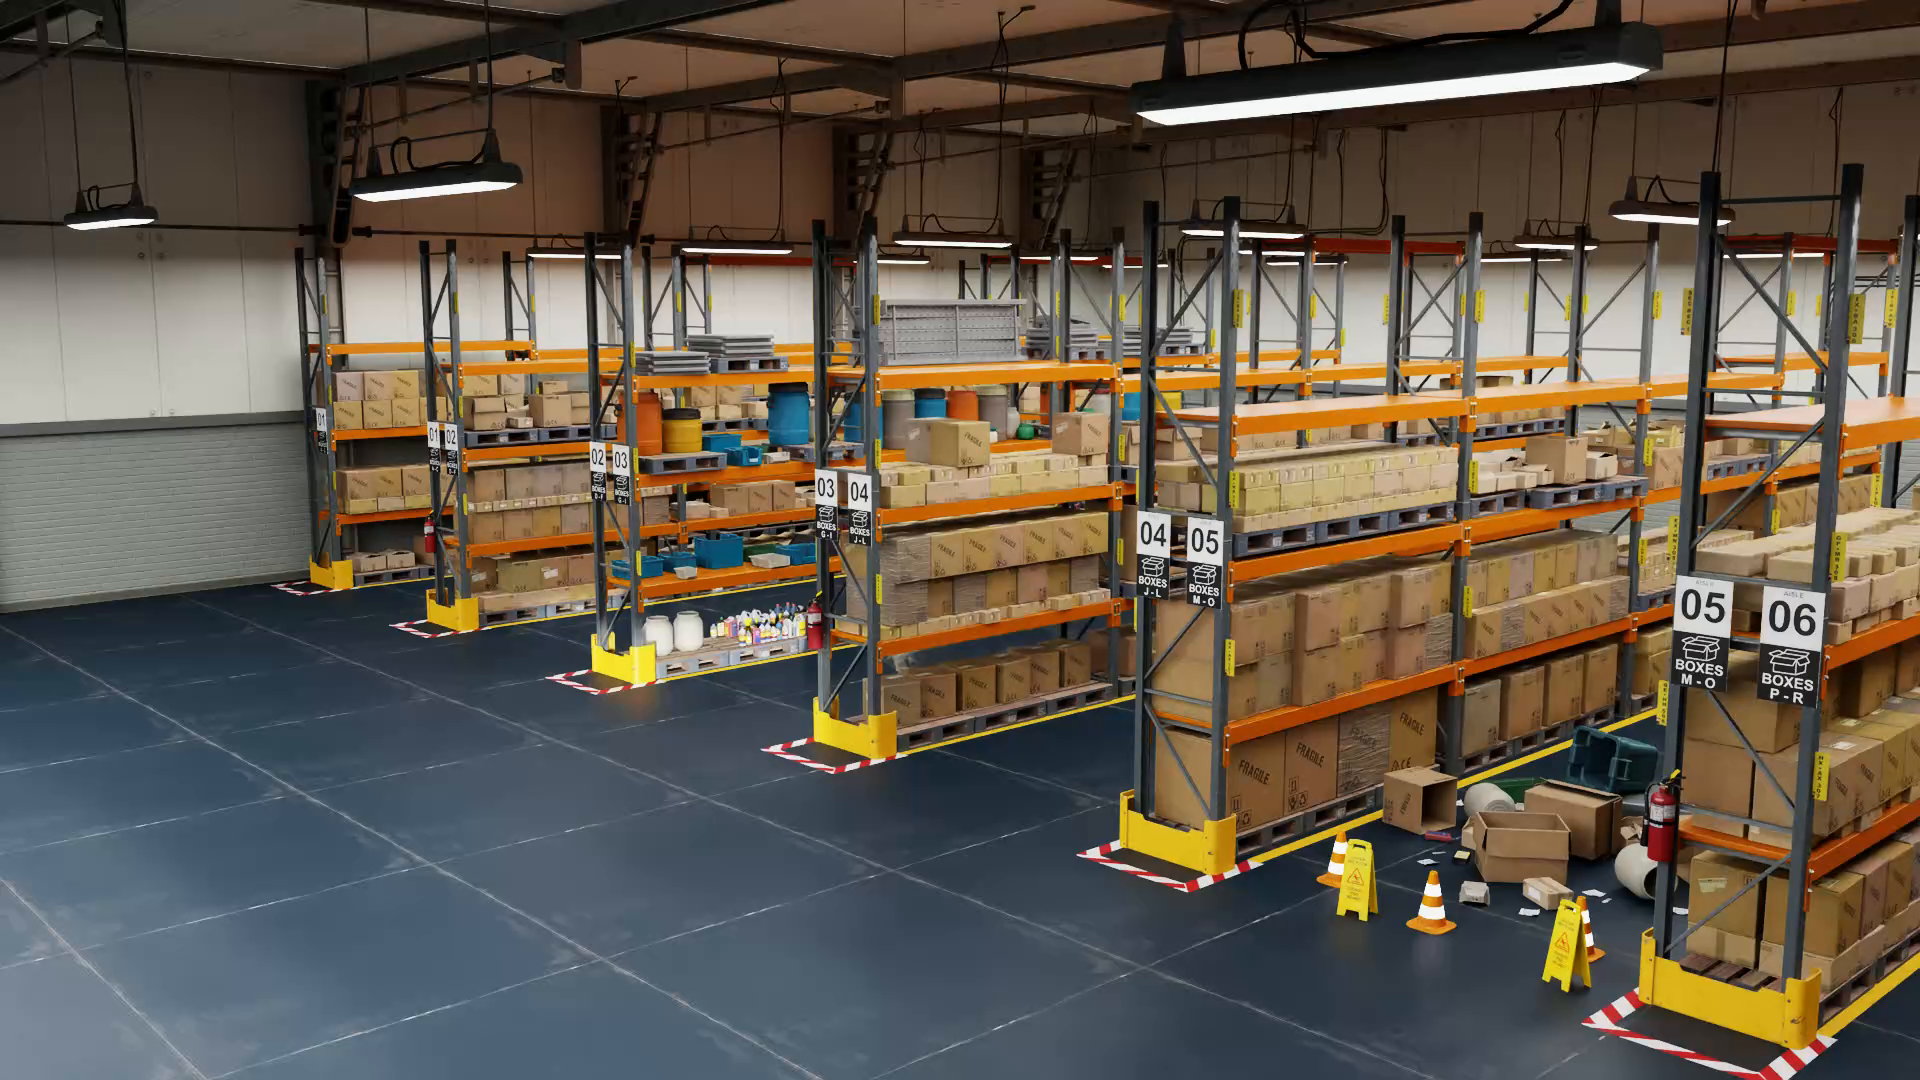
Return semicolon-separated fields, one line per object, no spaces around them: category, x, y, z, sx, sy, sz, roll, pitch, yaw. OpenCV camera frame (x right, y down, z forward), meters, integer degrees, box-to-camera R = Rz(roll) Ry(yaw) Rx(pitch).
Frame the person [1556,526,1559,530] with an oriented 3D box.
person;9.502;0.530;26.445;0.532;1.559;0.534;6;10;36

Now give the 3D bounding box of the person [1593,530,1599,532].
person;9.231;0.755;24.169;0.966;1.834;0.679;-8;11;-42

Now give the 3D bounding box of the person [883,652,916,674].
person;-0.736;1.147;21.569;0.662;1.737;0.600;8;11;43
